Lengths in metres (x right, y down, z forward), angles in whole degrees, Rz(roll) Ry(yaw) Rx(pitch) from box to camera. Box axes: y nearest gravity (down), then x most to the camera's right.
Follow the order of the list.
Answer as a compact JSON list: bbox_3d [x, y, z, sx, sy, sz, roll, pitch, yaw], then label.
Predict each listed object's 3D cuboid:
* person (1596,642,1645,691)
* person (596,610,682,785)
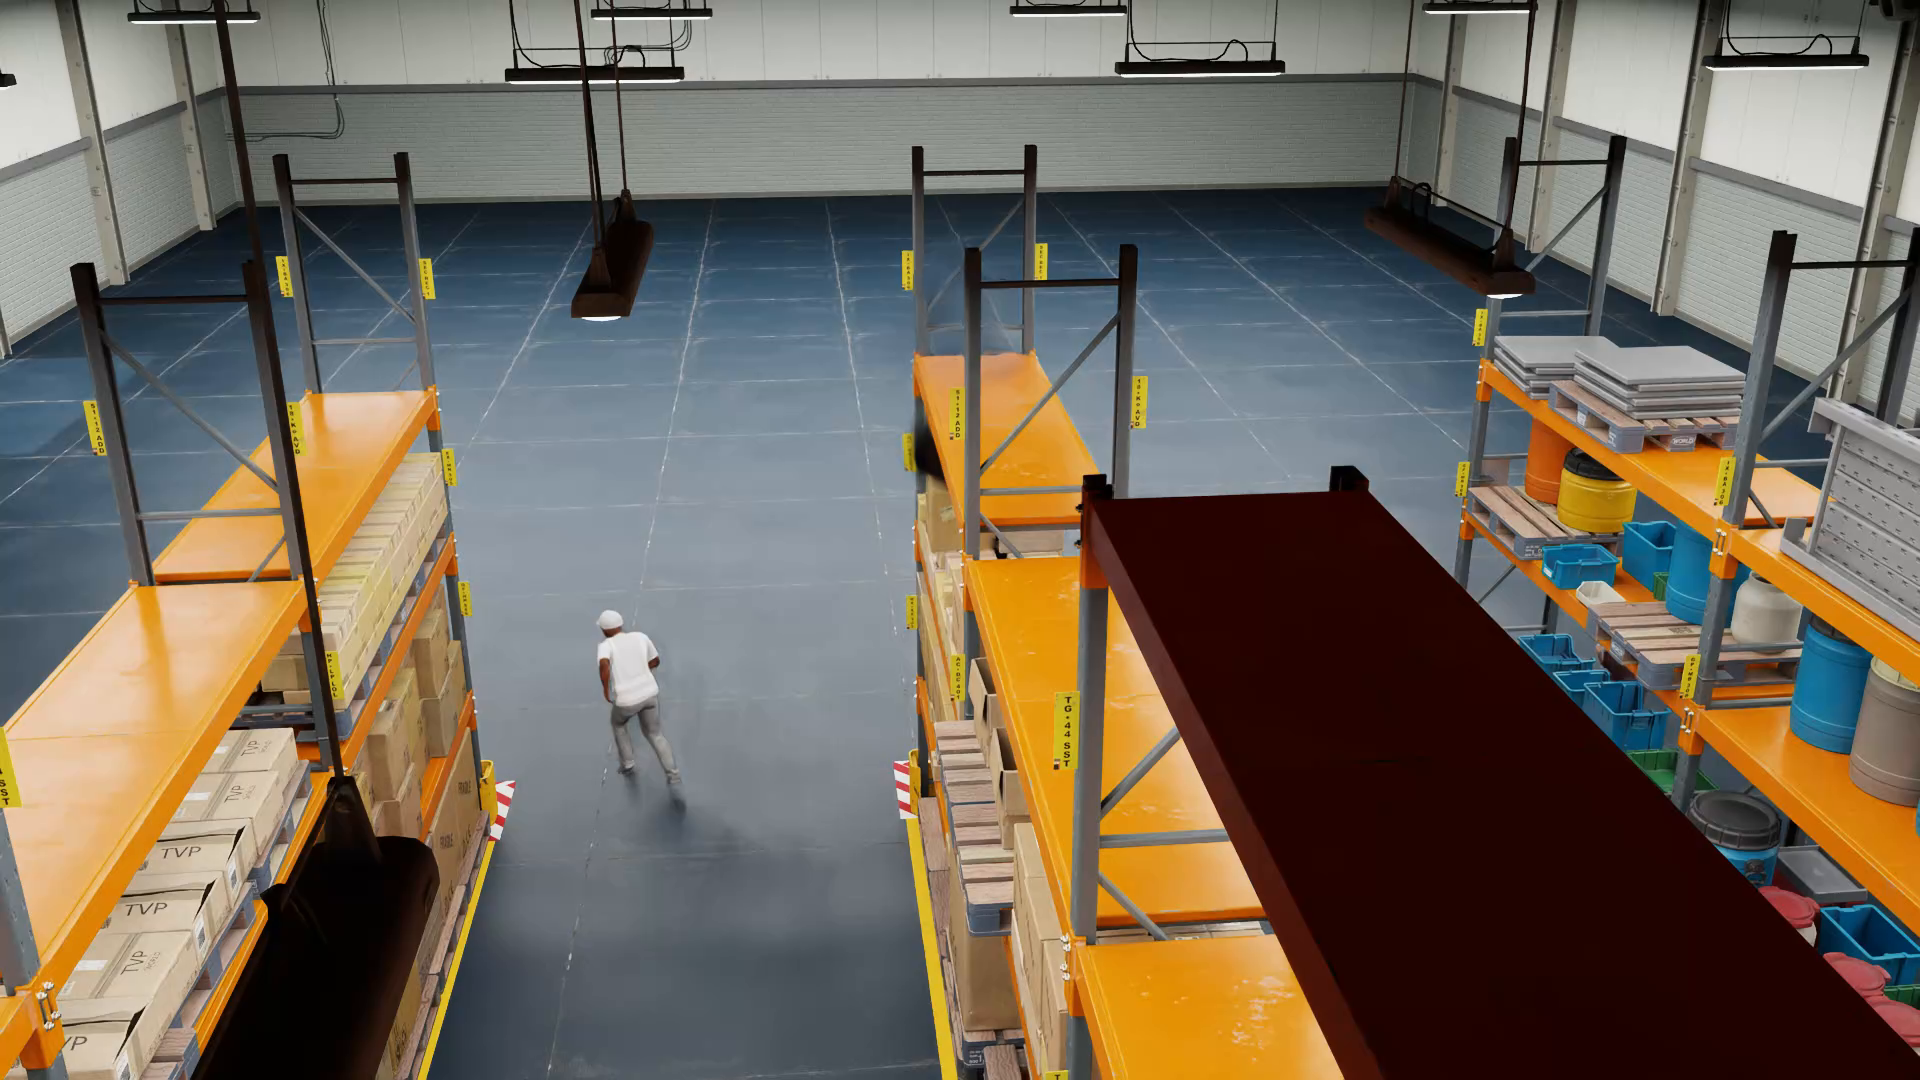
[{"bbox_3d":[6.349,1.370,15.857,0.676,1.780,0.753,-13,25,-29],"label":"person"},{"bbox_3d":[-3.007,1.551,15.531,1.045,1.718,0.747,19,28,39],"label":"person"}]
